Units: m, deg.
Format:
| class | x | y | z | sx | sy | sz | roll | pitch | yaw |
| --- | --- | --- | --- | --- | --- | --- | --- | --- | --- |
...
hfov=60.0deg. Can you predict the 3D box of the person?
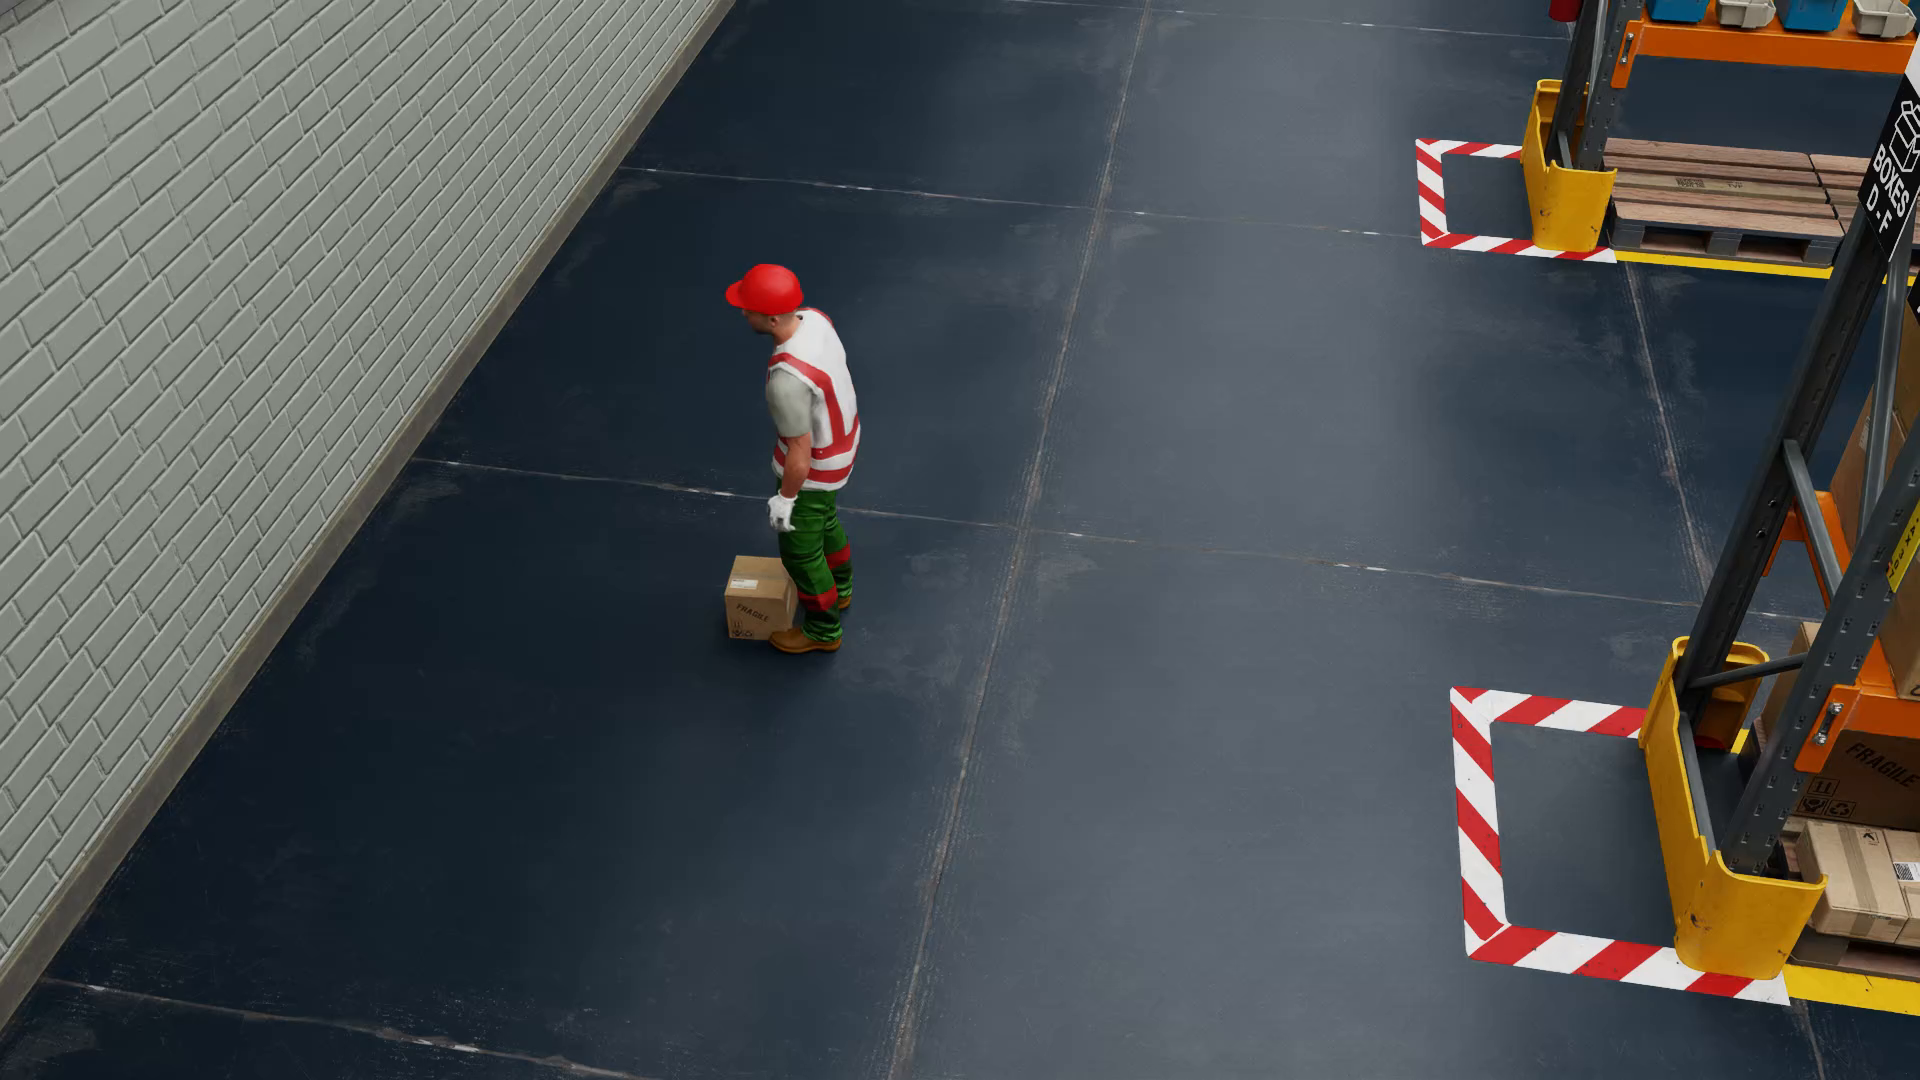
| class | x | y | z | sx | sy | sz | roll | pitch | yaw |
| --- | --- | --- | --- | --- | --- | --- | --- | --- | --- |
| person | -0.620 | -0.305 | 6.506 | 0.453 | 1.779 | 0.621 | 5 | 40 | 6 |
